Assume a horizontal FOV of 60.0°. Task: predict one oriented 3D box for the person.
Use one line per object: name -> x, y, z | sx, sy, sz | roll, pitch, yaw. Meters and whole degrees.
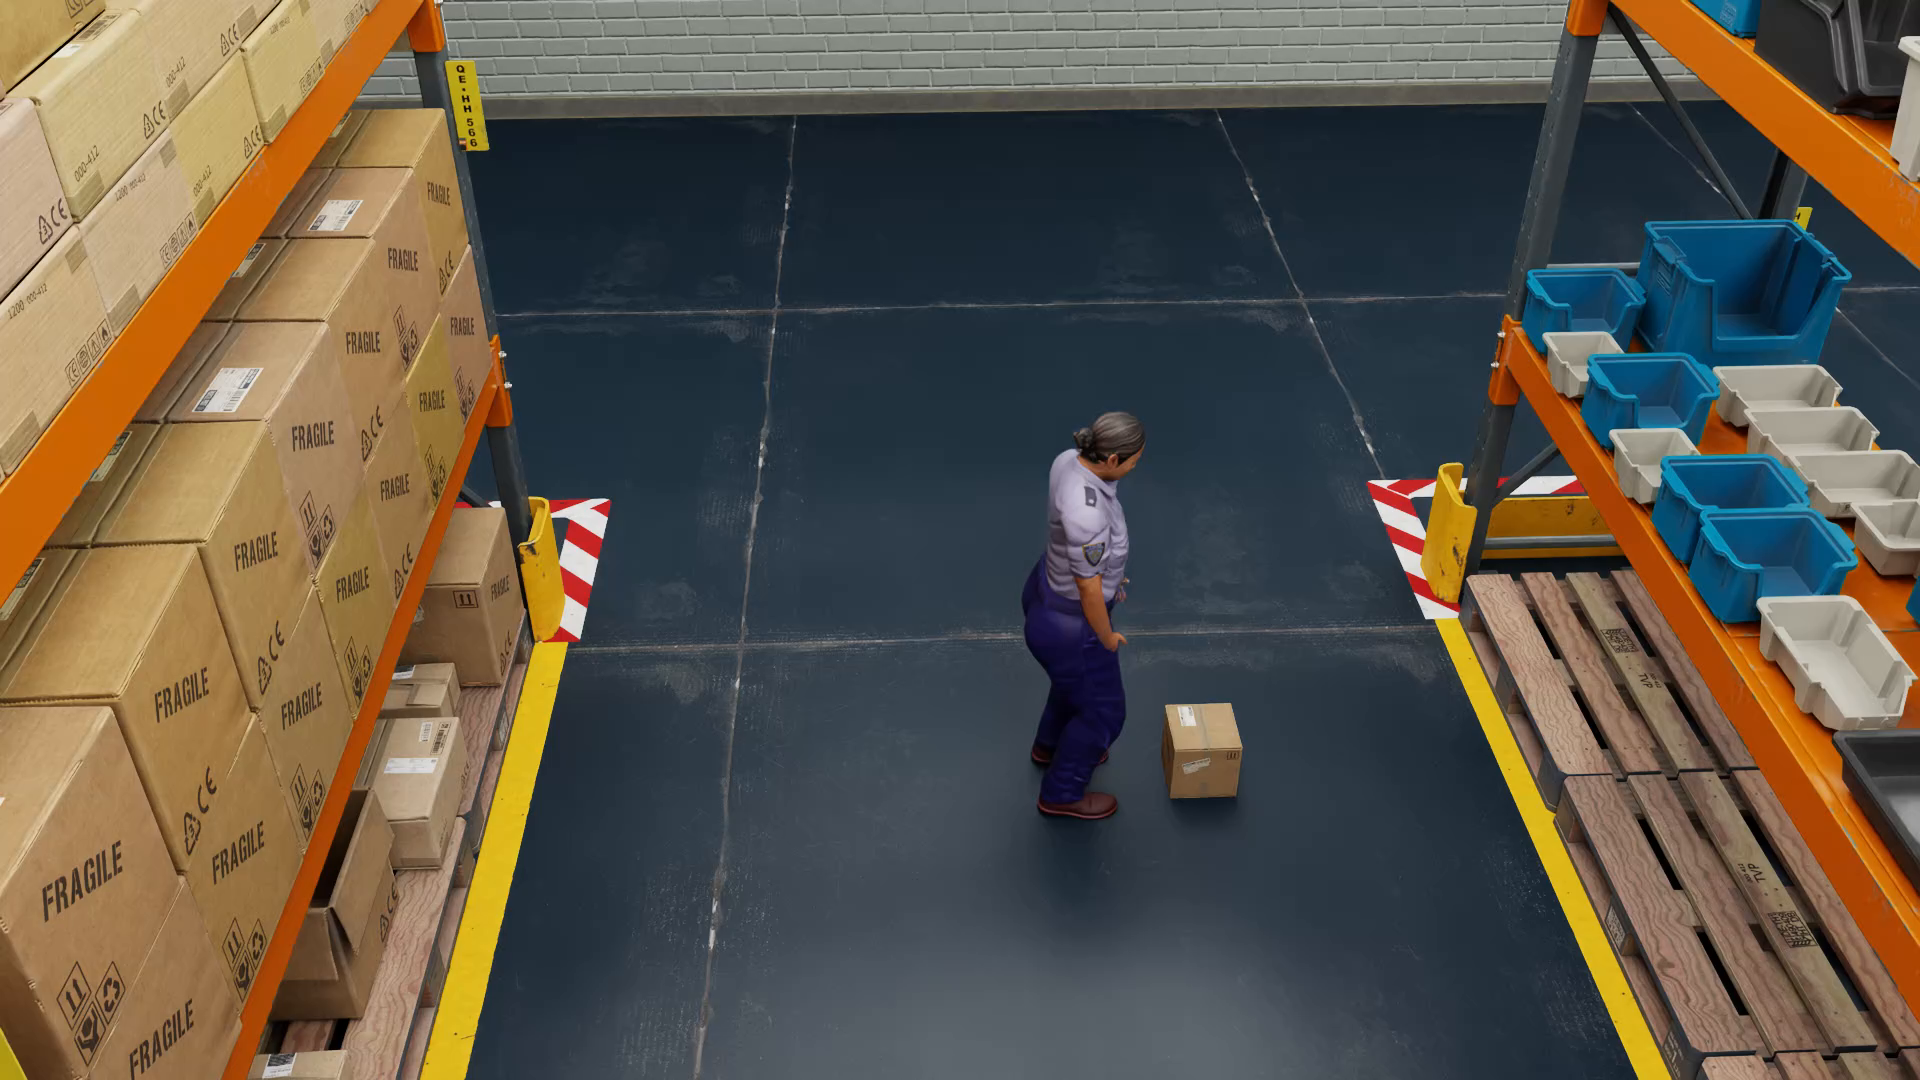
person -> 0.417, 0.250, 5.855 | 0.396, 1.607, 0.496 | -1, 35, -1
